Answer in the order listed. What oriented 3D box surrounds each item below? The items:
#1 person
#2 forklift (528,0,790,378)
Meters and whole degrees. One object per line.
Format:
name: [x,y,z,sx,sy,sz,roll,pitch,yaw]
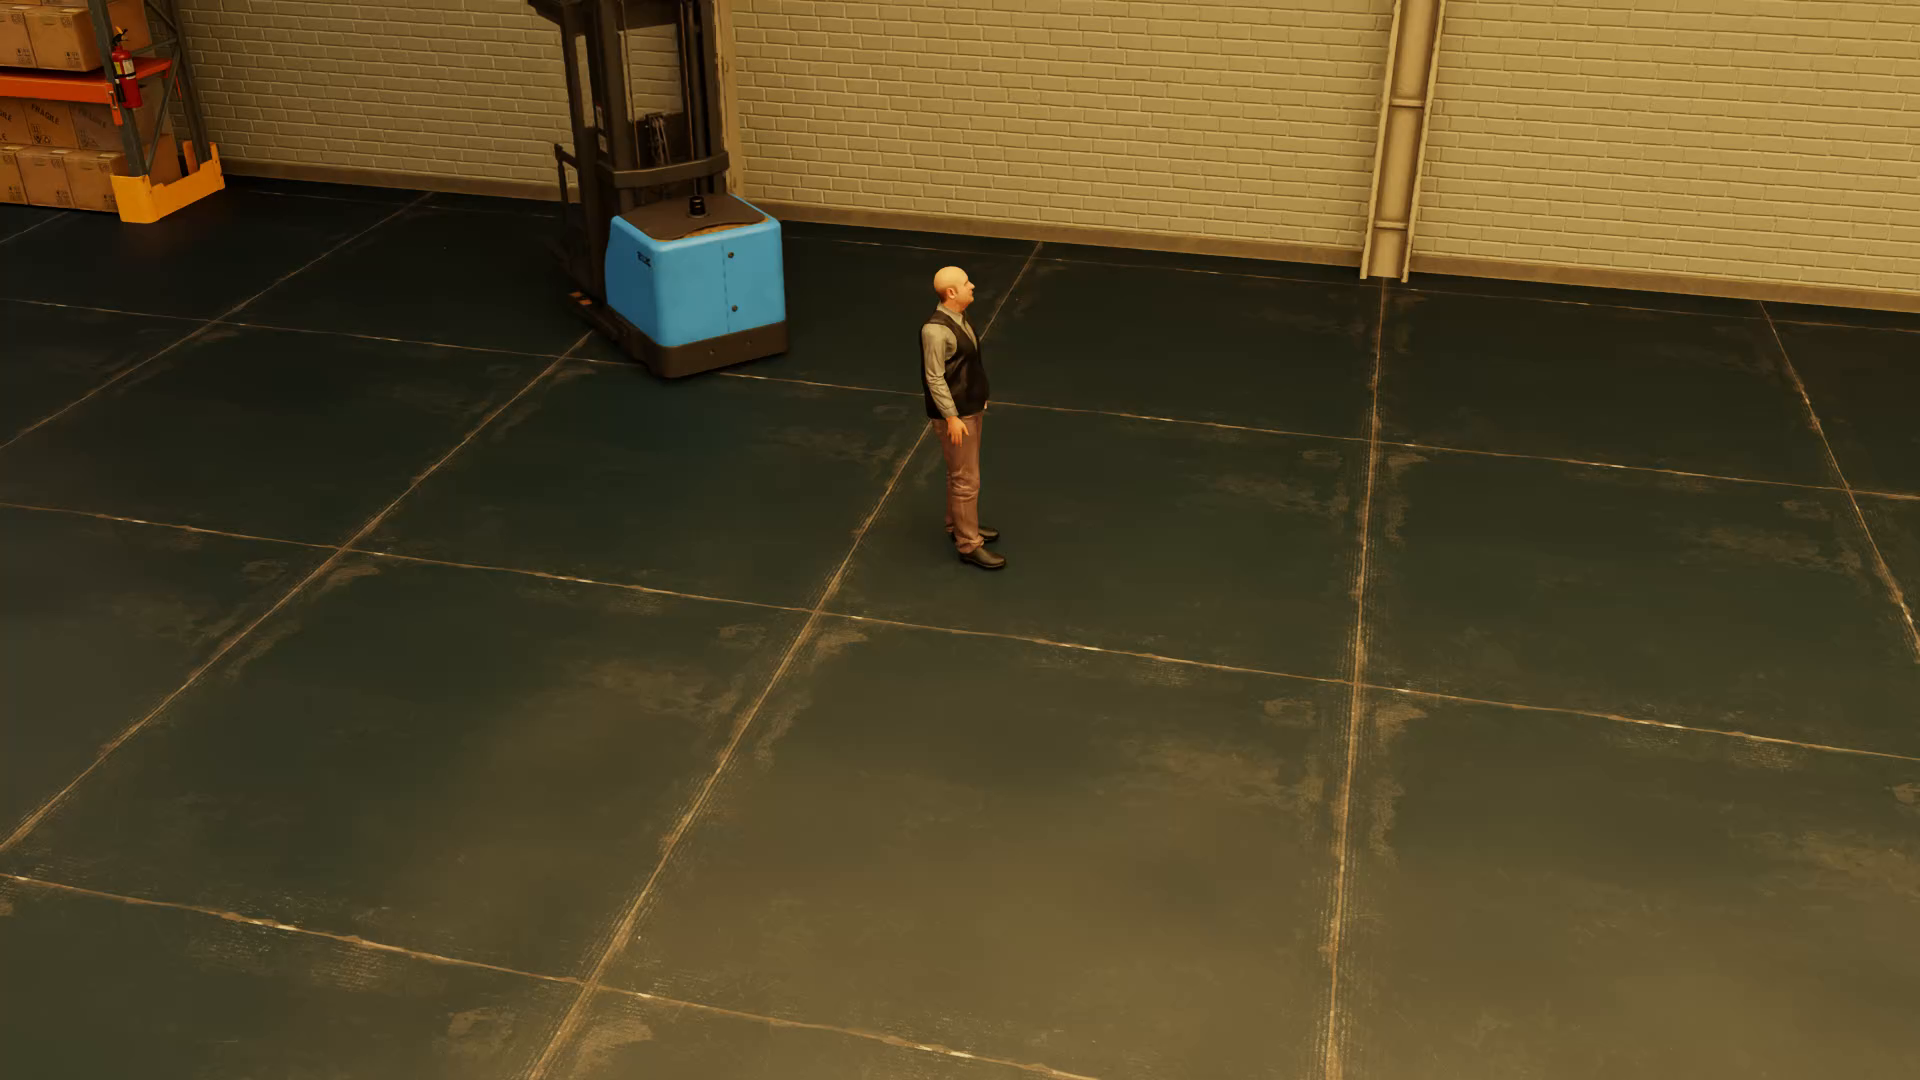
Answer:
person: [0.059,-0.745,9.696,0.566,1.722,0.634,7,30,12]
forklift: [-2.511,-3.134,12.701,1.130,2.935,3.031,-18,34,-28]
